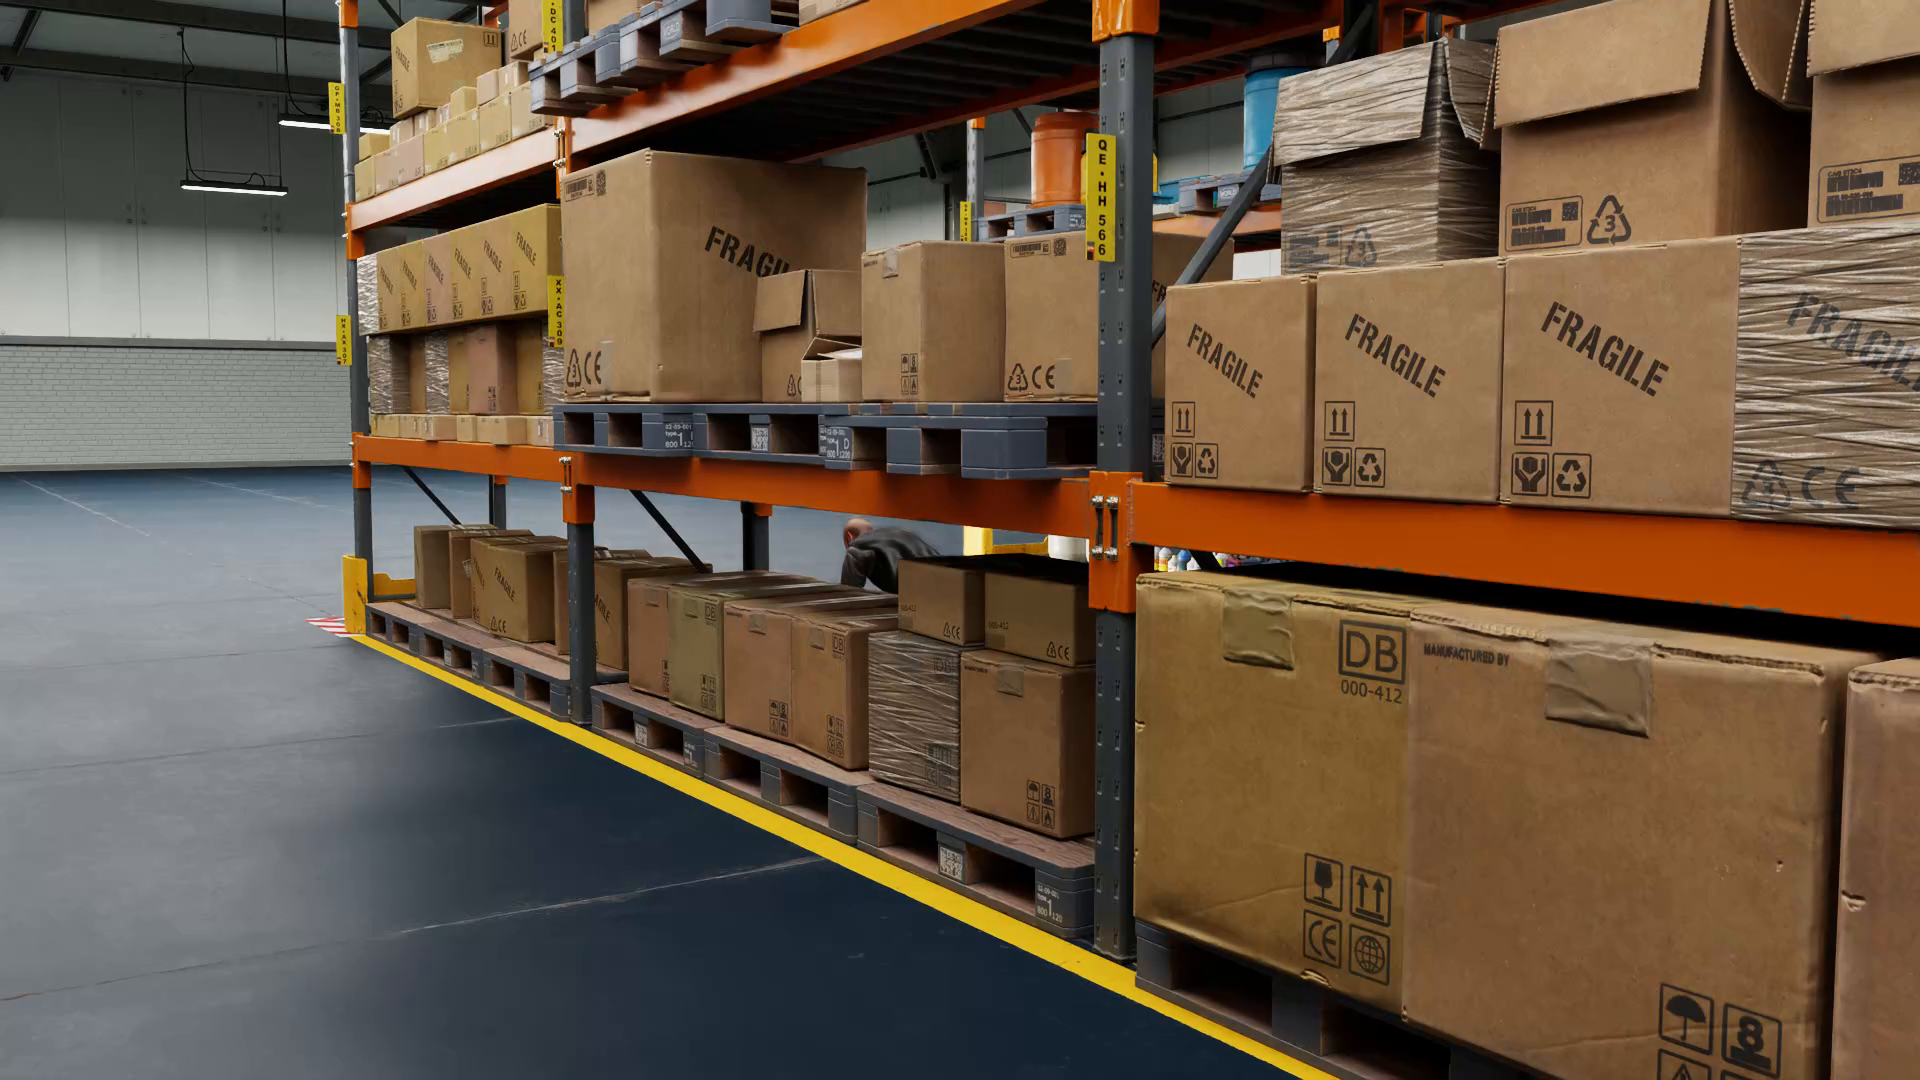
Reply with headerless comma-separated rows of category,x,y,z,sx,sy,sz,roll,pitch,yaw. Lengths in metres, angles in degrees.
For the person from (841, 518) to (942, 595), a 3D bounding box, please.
person,-0.350,0.330,9.259,0.535,0.864,0.871,-3,6,-34
